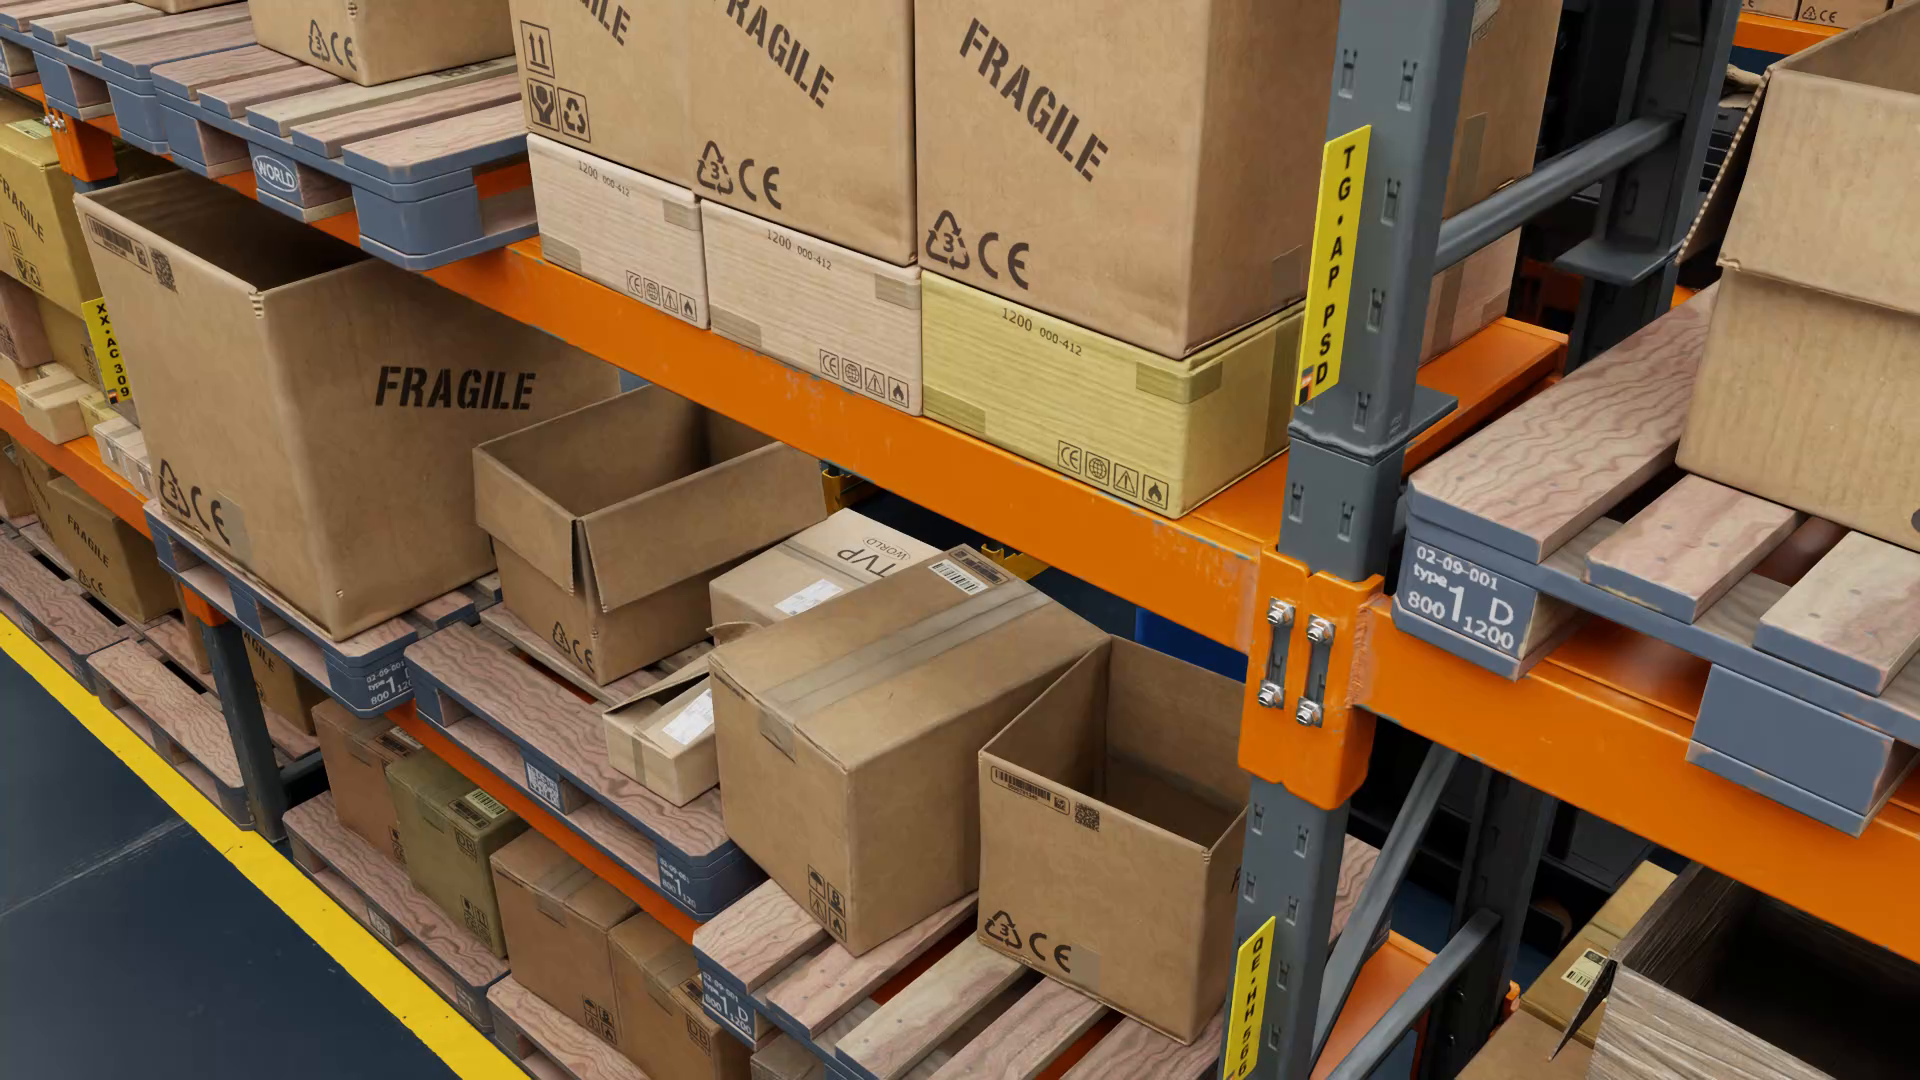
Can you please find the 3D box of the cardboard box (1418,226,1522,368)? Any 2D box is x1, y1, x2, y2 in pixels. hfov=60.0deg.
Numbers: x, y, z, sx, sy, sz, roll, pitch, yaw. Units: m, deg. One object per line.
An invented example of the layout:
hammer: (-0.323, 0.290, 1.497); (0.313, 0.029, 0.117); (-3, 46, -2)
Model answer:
cardboard box: (0.629, -0.501, 2.911); (0.500, 0.250, 0.500); (26, 40, 36)

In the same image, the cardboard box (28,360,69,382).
cardboard box: (-3.197, -0.639, 6.147); (0.250, 0.149, 0.380); (25, 39, 35)

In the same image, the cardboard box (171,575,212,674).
cardboard box: (-2.859, 0.137, 6.630); (0.500, 0.500, 0.500); (-16, 35, -25)

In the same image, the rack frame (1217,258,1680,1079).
rack frame: (0.806, 0.980, 3.214); (0.127, 3.000, 1.000); (25, 39, 35)

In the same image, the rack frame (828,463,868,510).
rack frame: (-0.440, -0.848, 7.704); (0.032, 1.500, 0.500); (25, 39, 35)

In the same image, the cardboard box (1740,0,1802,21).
cardboard box: (5.440, -3.780, 11.024); (0.500, 0.500, 0.500); (-26, 40, -36)

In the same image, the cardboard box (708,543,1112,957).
cardboard box: (-0.102, 0.430, 3.622); (0.700, 0.500, 0.500); (-23, 38, -33)

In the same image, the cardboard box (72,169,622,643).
cardboard box: (-1.664, -0.513, 4.705); (1.000, 1.000, 1.000); (25, 39, 35)

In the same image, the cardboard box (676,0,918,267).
cardboard box: (-0.103, -0.805, 2.689); (0.500, 0.500, 0.500); (25, 39, 35)

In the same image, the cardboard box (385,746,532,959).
cardboard box: (-1.377, 0.871, 5.392); (0.500, 0.500, 0.700); (25, 39, 35)

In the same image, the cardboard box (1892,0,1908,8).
cardboard box: (6.202, -3.424, 10.433); (0.500, 0.500, 0.500); (23, 38, 33)

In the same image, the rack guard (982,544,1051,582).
rack guard: (0.313, 0.039, 7.443); (0.087, 0.250, 0.587); (25, 39, 35)

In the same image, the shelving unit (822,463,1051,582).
shelving unit: (-0.057, -0.669, 7.407); (1.083, 1.500, 0.587); (25, 39, 35)

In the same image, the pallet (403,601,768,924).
pallet: (-0.689, 0.393, 4.376); (1.213, 0.211, 1.003); (25, 39, 35)

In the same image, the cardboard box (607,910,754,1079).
cardboard box: (-0.548, 1.257, 4.750); (0.700, 0.500, 0.500); (-26, 39, -36)

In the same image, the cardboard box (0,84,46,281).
cardboard box: (-3.049, -1.226, 5.524); (0.500, 0.500, 0.500); (25, 39, 35)

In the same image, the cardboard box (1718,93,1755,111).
cardboard box: (5.382, -2.841, 11.277); (0.500, 0.311, 0.500); (24, 38, 34)

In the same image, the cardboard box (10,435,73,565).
cardboard box: (-3.756, -0.258, 7.286); (0.500, 0.500, 0.500); (-25, 39, -35)

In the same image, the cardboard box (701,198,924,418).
cardboard box: (-0.088, -0.478, 2.873); (0.500, 0.250, 0.500); (25, 39, 35)

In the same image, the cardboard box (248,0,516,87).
cardboard box: (-1.178, -1.388, 3.731); (0.637, 0.503, 0.797); (27, 40, 37)

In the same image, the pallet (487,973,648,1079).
pallet: (-0.672, 1.481, 5.085); (1.213, 0.211, 1.003); (25, 39, 35)

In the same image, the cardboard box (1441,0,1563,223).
cardboard box: (0.631, -0.823, 2.719); (0.500, 0.500, 0.500); (25, 39, 36)

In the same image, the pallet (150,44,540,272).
pallet: (-1.002, -0.997, 3.772); (1.003, 0.211, 1.213); (25, 39, 35)

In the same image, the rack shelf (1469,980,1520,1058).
rack shelf: (2.289, 1.980, 2.250); (4.000, 0.370, 1.077); (25, 39, 35)

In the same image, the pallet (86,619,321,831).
pallet: (-2.681, 0.571, 6.597); (1.213, 0.211, 1.003); (25, 39, 35)

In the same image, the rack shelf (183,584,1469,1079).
rack shelf: (-0.676, 0.596, 4.549); (4.000, 0.370, 1.077); (25, 39, 35)

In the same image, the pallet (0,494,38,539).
pallet: (-4.490, -0.273, 7.999); (1.213, 0.211, 1.003); (25, 39, 35)

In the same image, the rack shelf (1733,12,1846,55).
rack shelf: (5.974, -3.191, 10.840); (4.000, 0.370, 1.077); (25, 39, 35)

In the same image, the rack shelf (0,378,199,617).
rack shelf: (-3.642, -0.789, 6.849); (4.000, 0.370, 1.077); (25, 39, 35)

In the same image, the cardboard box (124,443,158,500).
cardboard box: (-2.516, -0.259, 5.515); (0.250, 0.149, 0.380); (25, 39, 35)

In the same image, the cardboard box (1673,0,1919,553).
cardboard box: (1.307, -0.346, 2.001); (0.797, 0.503, 0.637); (-27, 40, -37)

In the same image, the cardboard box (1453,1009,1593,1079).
cardboard box: (0.984, 1.209, 2.736); (0.500, 0.500, 0.500); (26, 40, 36)

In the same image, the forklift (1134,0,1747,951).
forklift: (2.073, -0.211, 5.258); (3.031, 2.935, 1.130); (26, 40, 36)

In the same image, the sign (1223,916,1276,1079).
sign: (0.449, 0.728, 2.586); (0.005, 0.325, 0.100); (25, 39, 35)

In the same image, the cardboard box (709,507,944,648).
cardboard box: (-0.282, 0.196, 4.254); (0.500, 0.250, 0.500); (24, 38, 34)

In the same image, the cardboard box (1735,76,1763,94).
cardboard box: (5.742, -3.052, 11.626); (0.500, 0.311, 0.500); (25, 39, 35)

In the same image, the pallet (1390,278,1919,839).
pallet: (1.319, -0.022, 2.153); (1.003, 0.211, 1.213); (27, 40, 37)

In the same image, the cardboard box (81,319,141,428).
cardboard box: (-2.451, -0.754, 5.709); (0.500, 0.500, 0.875); (25, 39, 35)

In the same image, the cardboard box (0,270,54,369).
cardboard box: (-3.237, -1.075, 6.242); (0.500, 0.500, 0.875); (25, 39, 35)

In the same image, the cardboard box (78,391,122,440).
cardboard box: (-2.840, -0.459, 5.847); (0.250, 0.149, 0.380); (25, 39, 35)

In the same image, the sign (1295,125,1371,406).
sign: (0.441, -0.320, 1.964); (0.005, 0.325, 0.100); (25, 39, 35)
